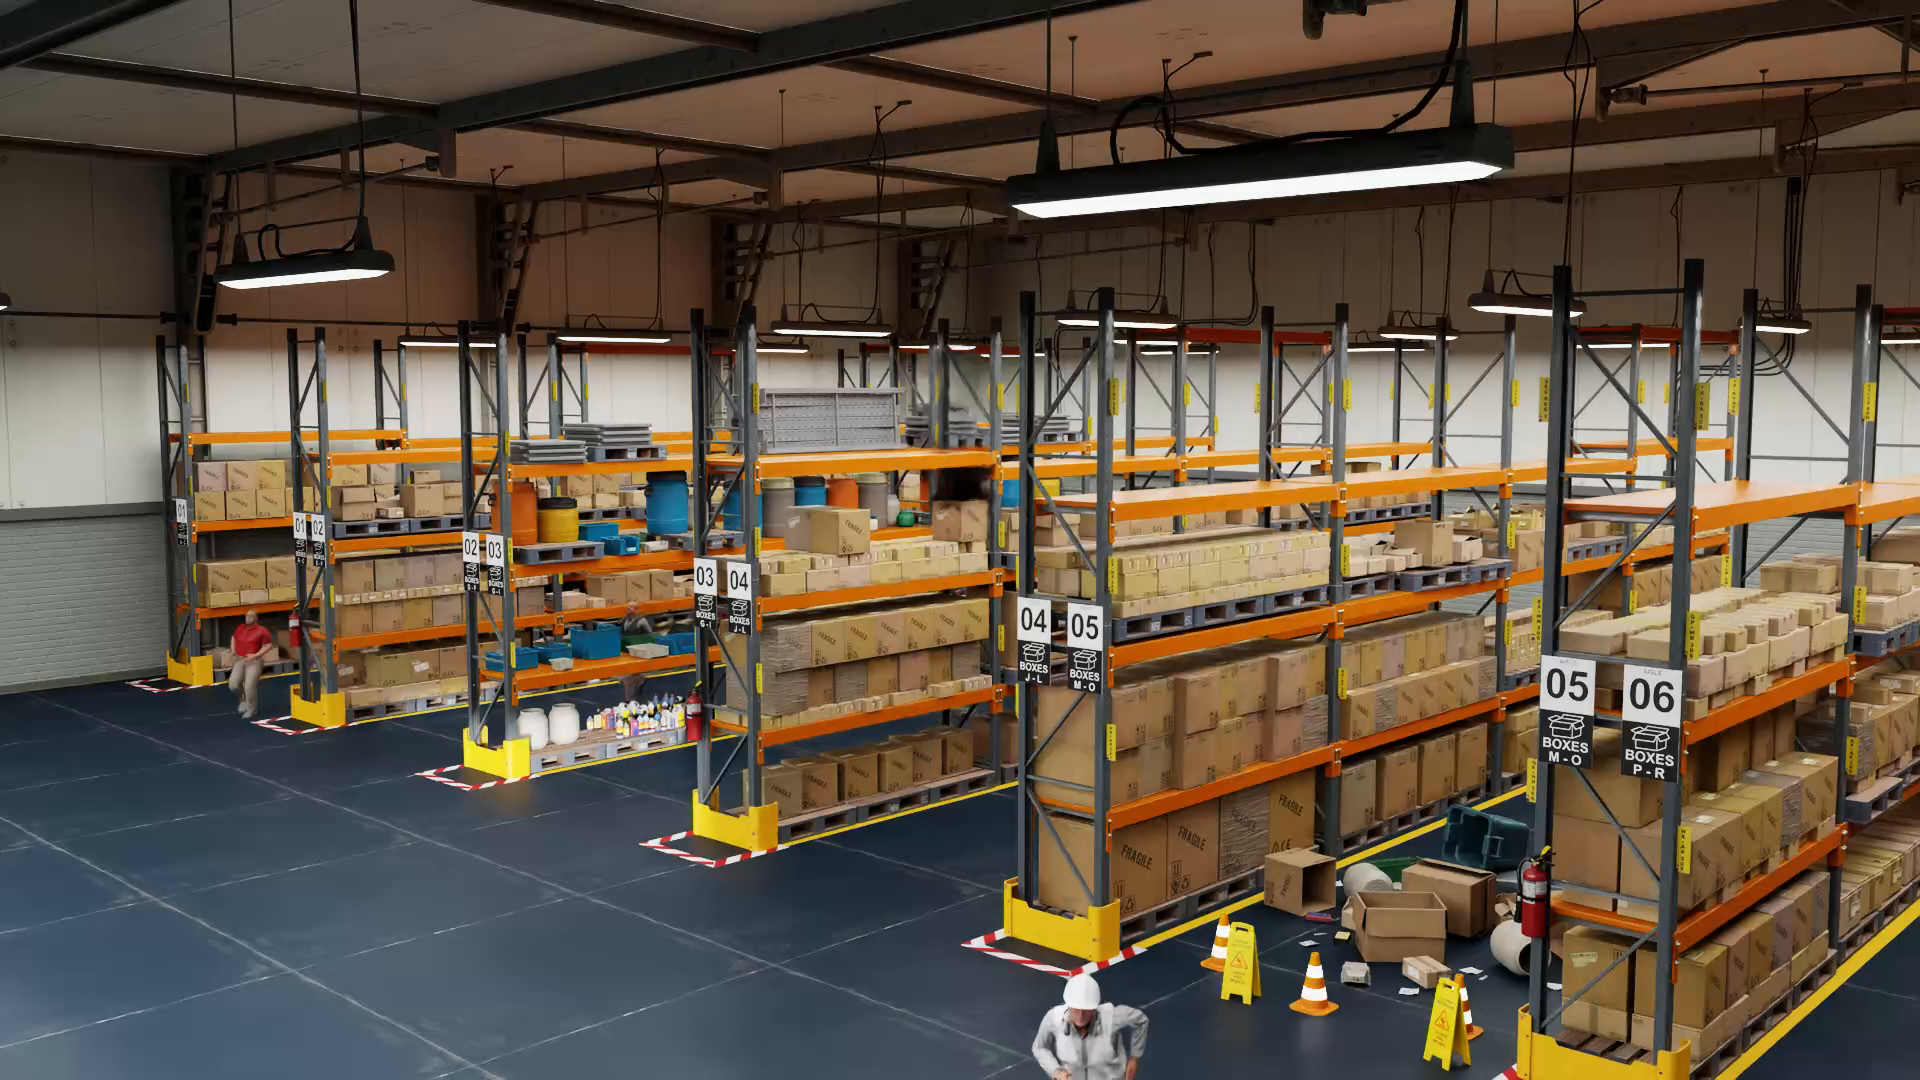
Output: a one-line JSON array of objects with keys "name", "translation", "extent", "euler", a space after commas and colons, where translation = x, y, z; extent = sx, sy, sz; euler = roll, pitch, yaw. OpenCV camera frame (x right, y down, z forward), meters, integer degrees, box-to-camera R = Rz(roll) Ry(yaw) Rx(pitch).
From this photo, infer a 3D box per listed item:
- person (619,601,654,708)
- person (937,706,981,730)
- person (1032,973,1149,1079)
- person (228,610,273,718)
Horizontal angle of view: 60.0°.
[{"name": "person", "translation": [-5.248, 1.820, 26.722], "extent": [0.669, 1.684, 0.760], "euler": [3, 6, 29]}, {"name": "person", "translation": [-0.052, 2.070, 23.794], "extent": [0.681, 1.759, 0.778], "euler": [5, 8, 45]}, {"name": "person", "translation": [0.806, 3.396, 10.217], "extent": [0.702, 1.731, 1.041], "euler": [1, 5, 10]}, {"name": "person", "translation": [-11.010, 1.928, 25.792], "extent": [0.713, 1.707, 0.522], "euler": [0, 5, 2]}]
